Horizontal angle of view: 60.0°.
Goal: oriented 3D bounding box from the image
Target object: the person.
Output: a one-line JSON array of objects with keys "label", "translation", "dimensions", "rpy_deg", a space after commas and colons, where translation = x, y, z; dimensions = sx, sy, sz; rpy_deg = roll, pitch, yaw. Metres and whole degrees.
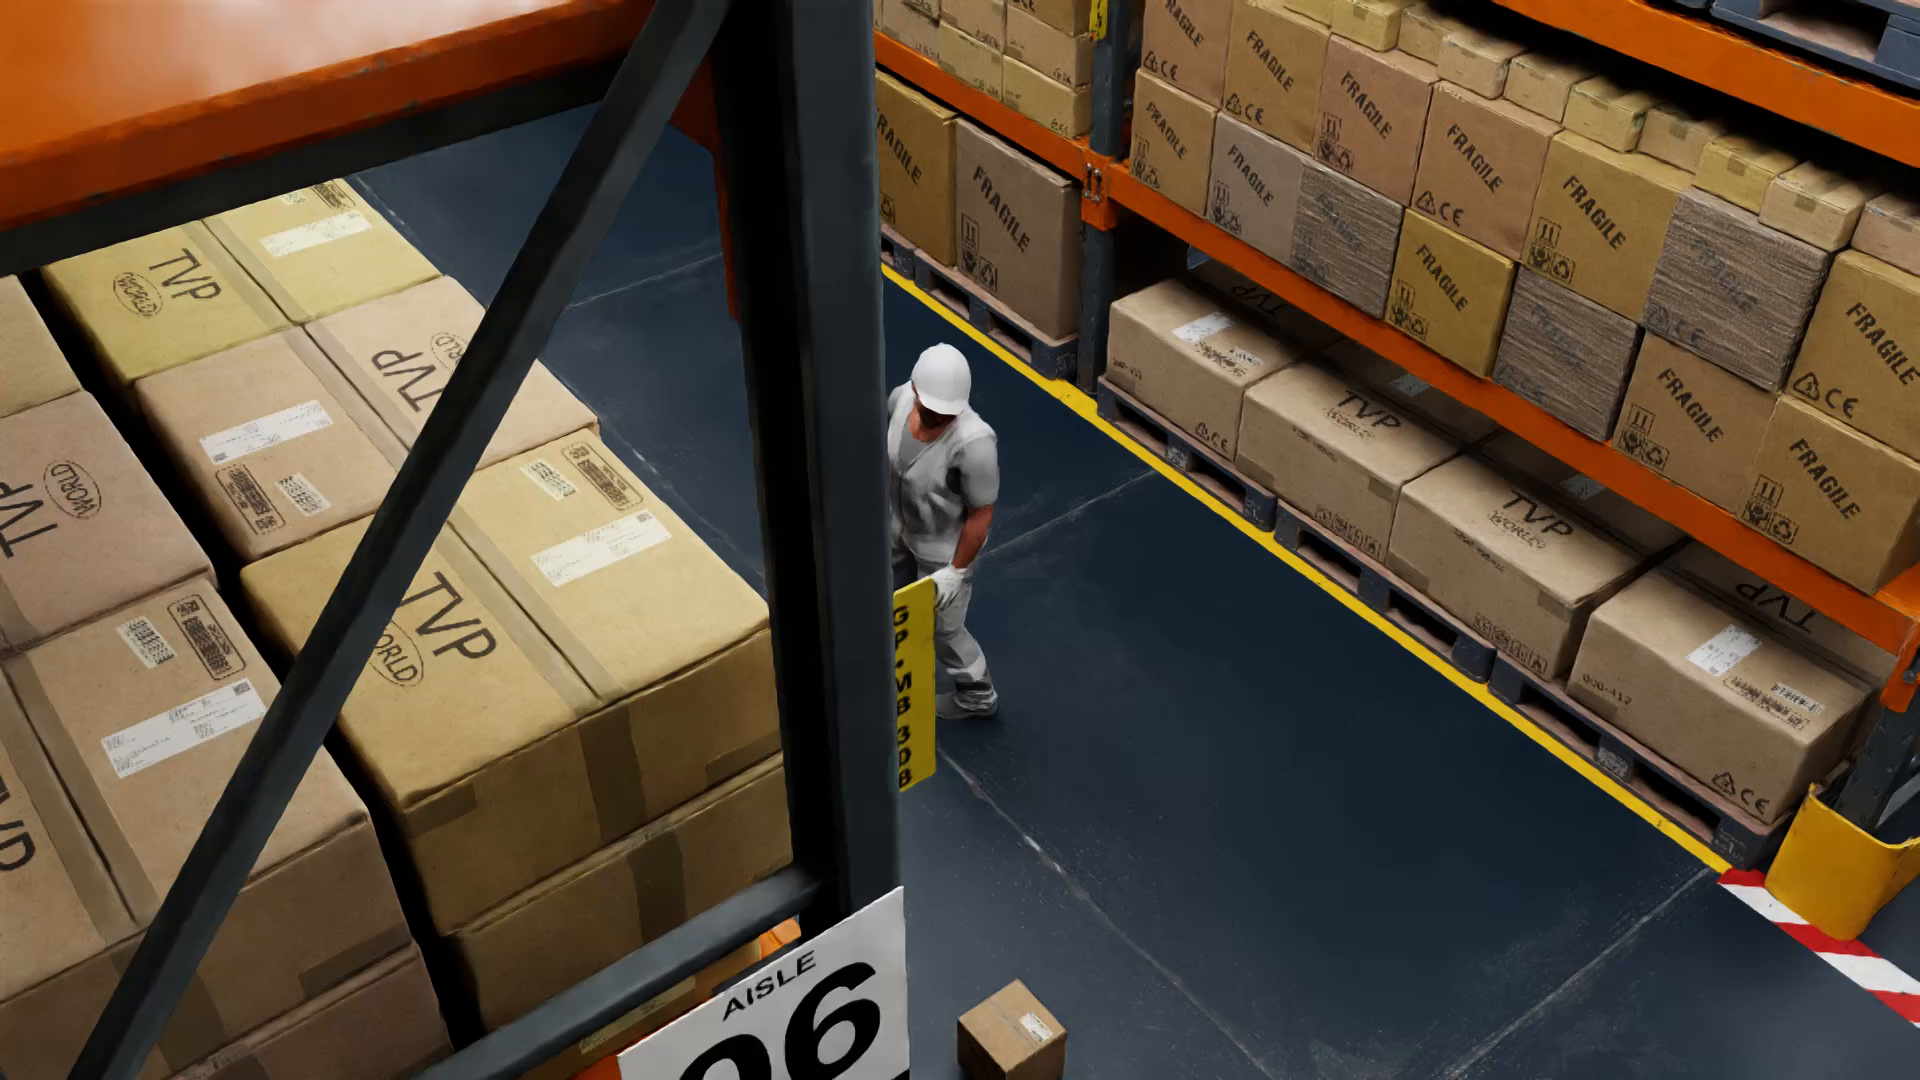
[{"label": "person", "translation": [-0.185, -0.008, 6.169], "dimensions": [0.546, 1.770, 0.652], "rpy_deg": [-22, 45, -24]}]
